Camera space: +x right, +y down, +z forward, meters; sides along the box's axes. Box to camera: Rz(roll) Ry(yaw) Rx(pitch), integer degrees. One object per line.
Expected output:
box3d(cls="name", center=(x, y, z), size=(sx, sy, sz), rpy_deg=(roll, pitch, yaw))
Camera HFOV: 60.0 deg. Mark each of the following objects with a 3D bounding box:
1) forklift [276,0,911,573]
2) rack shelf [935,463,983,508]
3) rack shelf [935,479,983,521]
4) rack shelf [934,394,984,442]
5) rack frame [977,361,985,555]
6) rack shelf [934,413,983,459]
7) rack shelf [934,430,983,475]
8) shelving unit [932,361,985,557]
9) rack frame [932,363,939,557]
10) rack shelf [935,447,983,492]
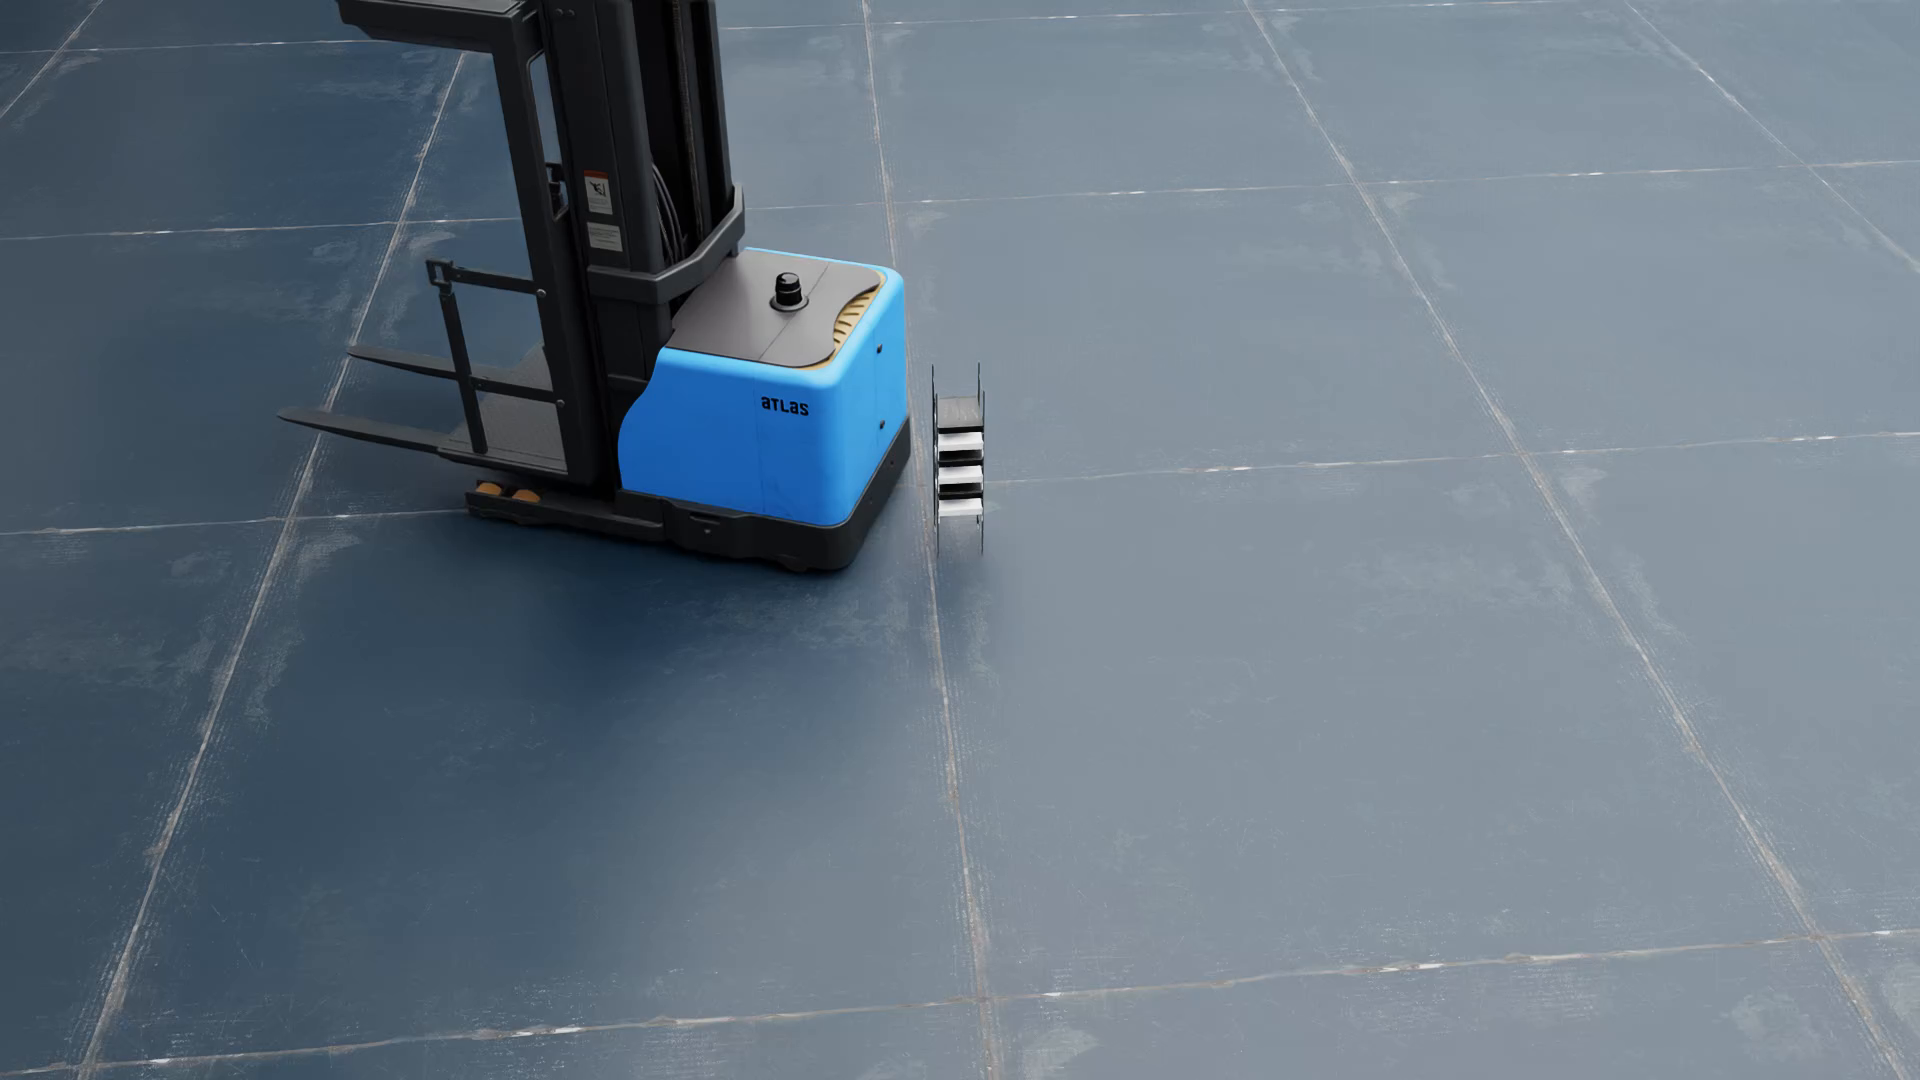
box3d(cls="forklift", center=(-1.818, -1.521, 7.312), size=(3.031, 2.935, 1.130), rpy_deg=(10, 39, 13))
box3d(cls="rack shelf", center=(-0.008, -0.256, 7.547), size=(0.200, 0.077, 0.258), rpy_deg=(-3, 38, -4))
box3d(cls="rack shelf", center=(-0.008, -0.185, 7.603), size=(0.200, 0.077, 0.258), rpy_deg=(-3, 38, -4))
box3d(cls="rack shelf", center=(-0.008, -0.539, 7.324), size=(0.200, 0.077, 0.258), rpy_deg=(-3, 38, -4))
box3d(cls="rack frame", center=(0.093, -0.358, 7.478), size=(0.006, 0.900, 0.240), rpy_deg=(-3, 38, -4))
box3d(cls="rack shelf", center=(-0.008, -0.468, 7.380), size=(0.200, 0.077, 0.258), rpy_deg=(-3, 38, -4))
box3d(cls="rack shelf", center=(-0.008, -0.397, 7.436), size=(0.200, 0.077, 0.258), rpy_deg=(-3, 38, -4))
box3d(cls="shelving unit", center=(-0.008, -0.353, 7.471), size=(0.210, 0.900, 0.258), rpy_deg=(-3, 38, -4))
box3d(cls="rack frame", center=(-0.109, -0.347, 7.464), size=(0.006, 0.900, 0.240), rpy_deg=(-3, 38, -4))
box3d(cls="rack shelf", center=(-0.008, -0.327, 7.491), size=(0.200, 0.077, 0.258), rpy_deg=(-3, 38, -4))
